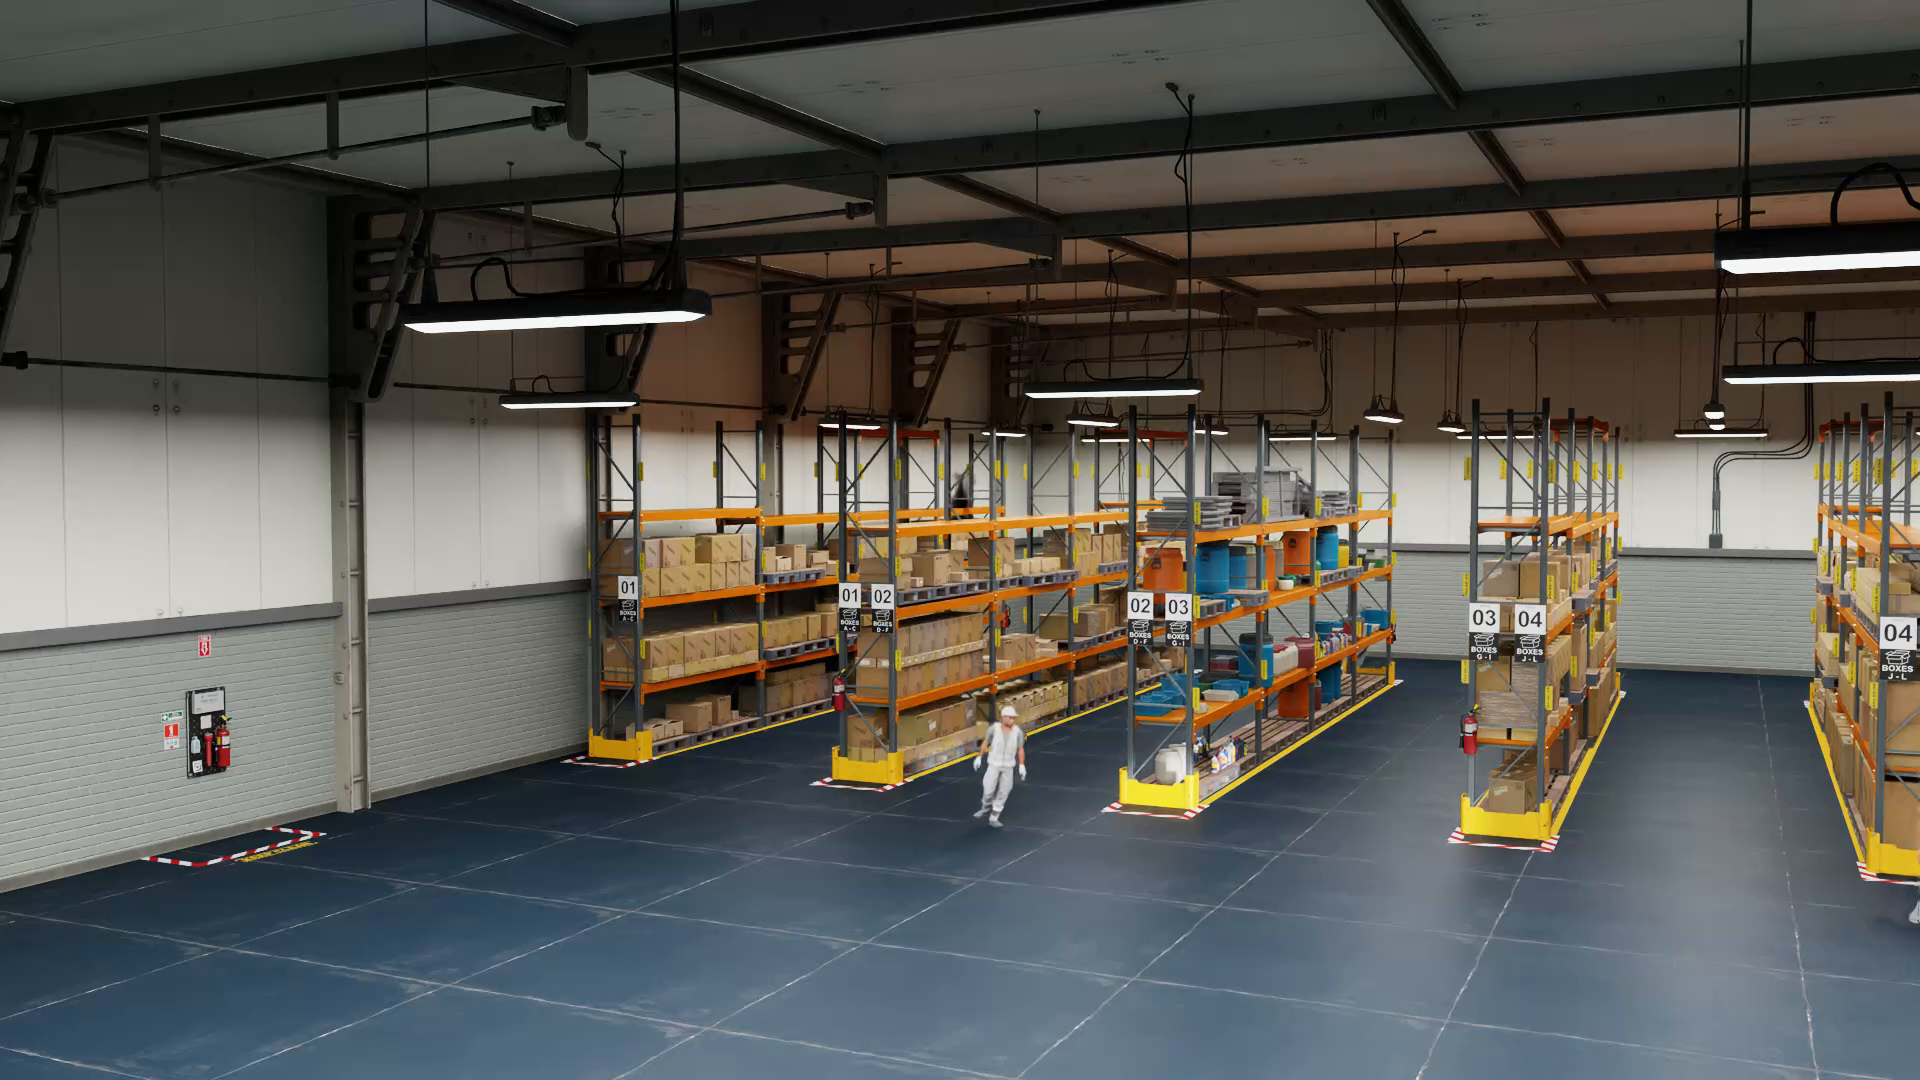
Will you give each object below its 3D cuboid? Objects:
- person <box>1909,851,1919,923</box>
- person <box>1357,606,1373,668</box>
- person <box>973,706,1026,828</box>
[{"bbox_3d":[10.735,3.420,17.905,0.799,1.669,0.658,0,2,6],"label":"person"},{"bbox_3d":[10.086,2.483,41.785,0.612,1.651,0.522,-1,3,-29],"label":"person"},{"bbox_3d":[0.551,3.173,23.340,0.706,1.735,0.615,0,2,-9],"label":"person"}]
